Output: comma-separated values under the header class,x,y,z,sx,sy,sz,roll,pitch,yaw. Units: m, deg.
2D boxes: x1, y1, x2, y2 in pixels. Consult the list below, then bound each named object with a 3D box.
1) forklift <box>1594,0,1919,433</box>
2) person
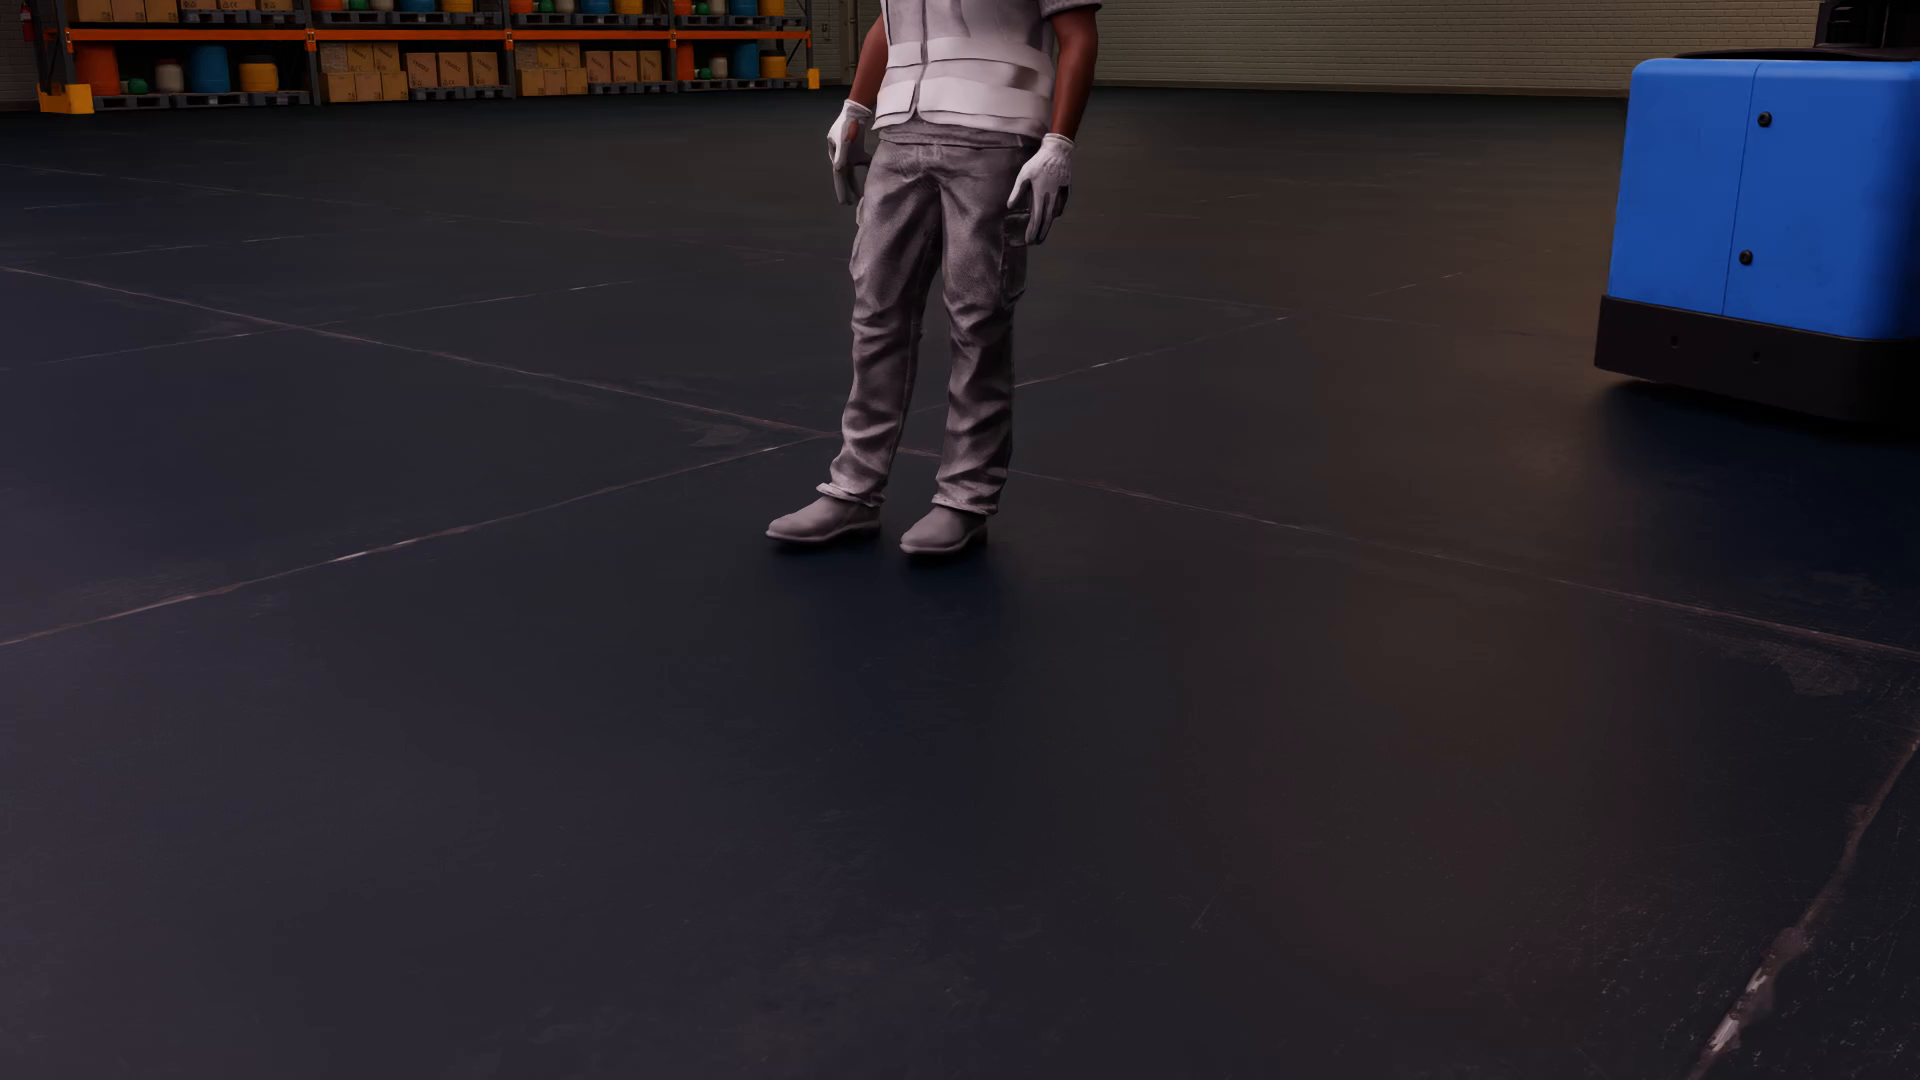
class,x,y,z,sx,sy,sz,roll,pitch,yaw
forklift,3.698,-1.997,5.472,3.031,2.935,1.130,-8,19,-26
person,-0.053,-0.846,3.634,0.656,1.782,0.577,13,21,37
